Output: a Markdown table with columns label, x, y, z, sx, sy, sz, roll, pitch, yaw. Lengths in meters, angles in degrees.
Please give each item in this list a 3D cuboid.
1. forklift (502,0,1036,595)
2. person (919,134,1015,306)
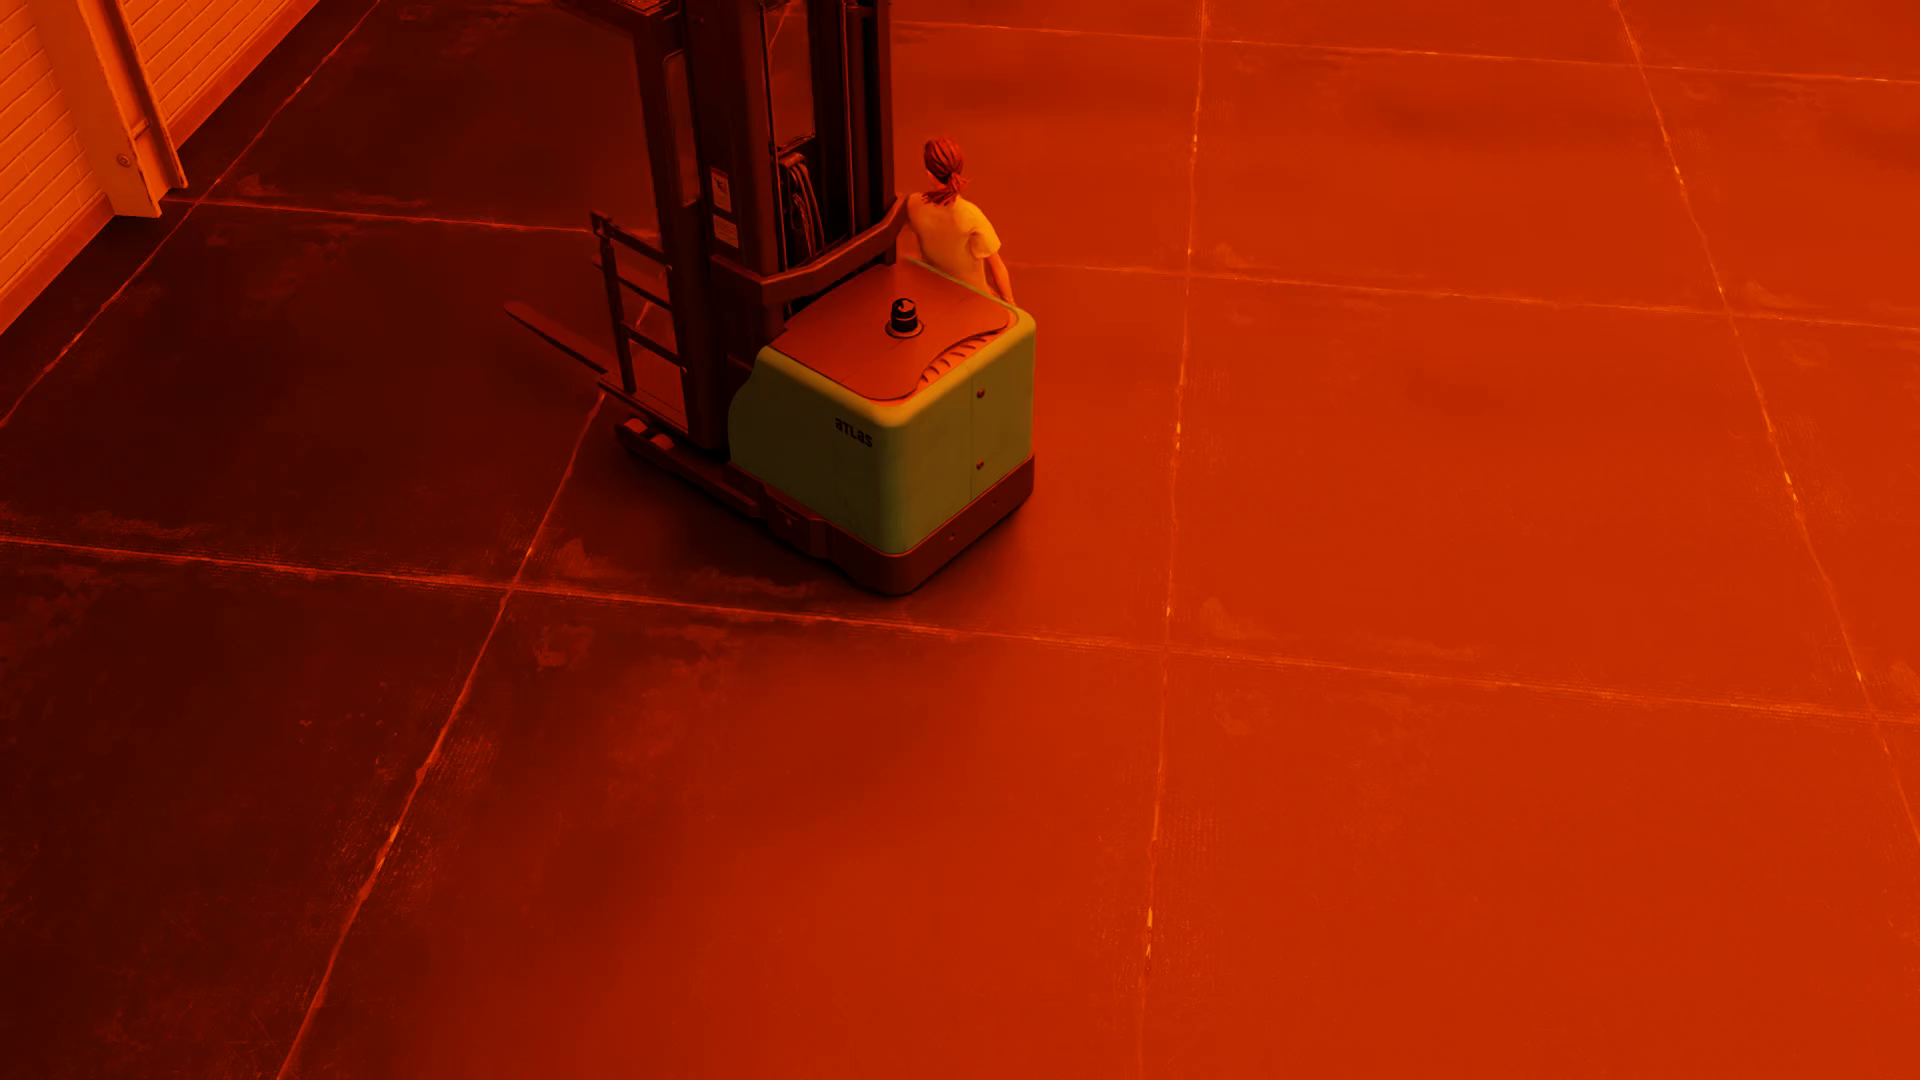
| label | x | y | z | sx | sy | sz | roll | pitch | yaw |
| --- | --- | --- | --- | --- | --- | --- | --- | --- | --- |
| forklift | -1.093 | -1.682 | 7.556 | 3.031 | 2.935 | 1.130 | 30 | 50 | 29 |
| person | 0.020 | -1.221 | 8.008 | 0.609 | 1.556 | 0.728 | 16 | 45 | 17 |
